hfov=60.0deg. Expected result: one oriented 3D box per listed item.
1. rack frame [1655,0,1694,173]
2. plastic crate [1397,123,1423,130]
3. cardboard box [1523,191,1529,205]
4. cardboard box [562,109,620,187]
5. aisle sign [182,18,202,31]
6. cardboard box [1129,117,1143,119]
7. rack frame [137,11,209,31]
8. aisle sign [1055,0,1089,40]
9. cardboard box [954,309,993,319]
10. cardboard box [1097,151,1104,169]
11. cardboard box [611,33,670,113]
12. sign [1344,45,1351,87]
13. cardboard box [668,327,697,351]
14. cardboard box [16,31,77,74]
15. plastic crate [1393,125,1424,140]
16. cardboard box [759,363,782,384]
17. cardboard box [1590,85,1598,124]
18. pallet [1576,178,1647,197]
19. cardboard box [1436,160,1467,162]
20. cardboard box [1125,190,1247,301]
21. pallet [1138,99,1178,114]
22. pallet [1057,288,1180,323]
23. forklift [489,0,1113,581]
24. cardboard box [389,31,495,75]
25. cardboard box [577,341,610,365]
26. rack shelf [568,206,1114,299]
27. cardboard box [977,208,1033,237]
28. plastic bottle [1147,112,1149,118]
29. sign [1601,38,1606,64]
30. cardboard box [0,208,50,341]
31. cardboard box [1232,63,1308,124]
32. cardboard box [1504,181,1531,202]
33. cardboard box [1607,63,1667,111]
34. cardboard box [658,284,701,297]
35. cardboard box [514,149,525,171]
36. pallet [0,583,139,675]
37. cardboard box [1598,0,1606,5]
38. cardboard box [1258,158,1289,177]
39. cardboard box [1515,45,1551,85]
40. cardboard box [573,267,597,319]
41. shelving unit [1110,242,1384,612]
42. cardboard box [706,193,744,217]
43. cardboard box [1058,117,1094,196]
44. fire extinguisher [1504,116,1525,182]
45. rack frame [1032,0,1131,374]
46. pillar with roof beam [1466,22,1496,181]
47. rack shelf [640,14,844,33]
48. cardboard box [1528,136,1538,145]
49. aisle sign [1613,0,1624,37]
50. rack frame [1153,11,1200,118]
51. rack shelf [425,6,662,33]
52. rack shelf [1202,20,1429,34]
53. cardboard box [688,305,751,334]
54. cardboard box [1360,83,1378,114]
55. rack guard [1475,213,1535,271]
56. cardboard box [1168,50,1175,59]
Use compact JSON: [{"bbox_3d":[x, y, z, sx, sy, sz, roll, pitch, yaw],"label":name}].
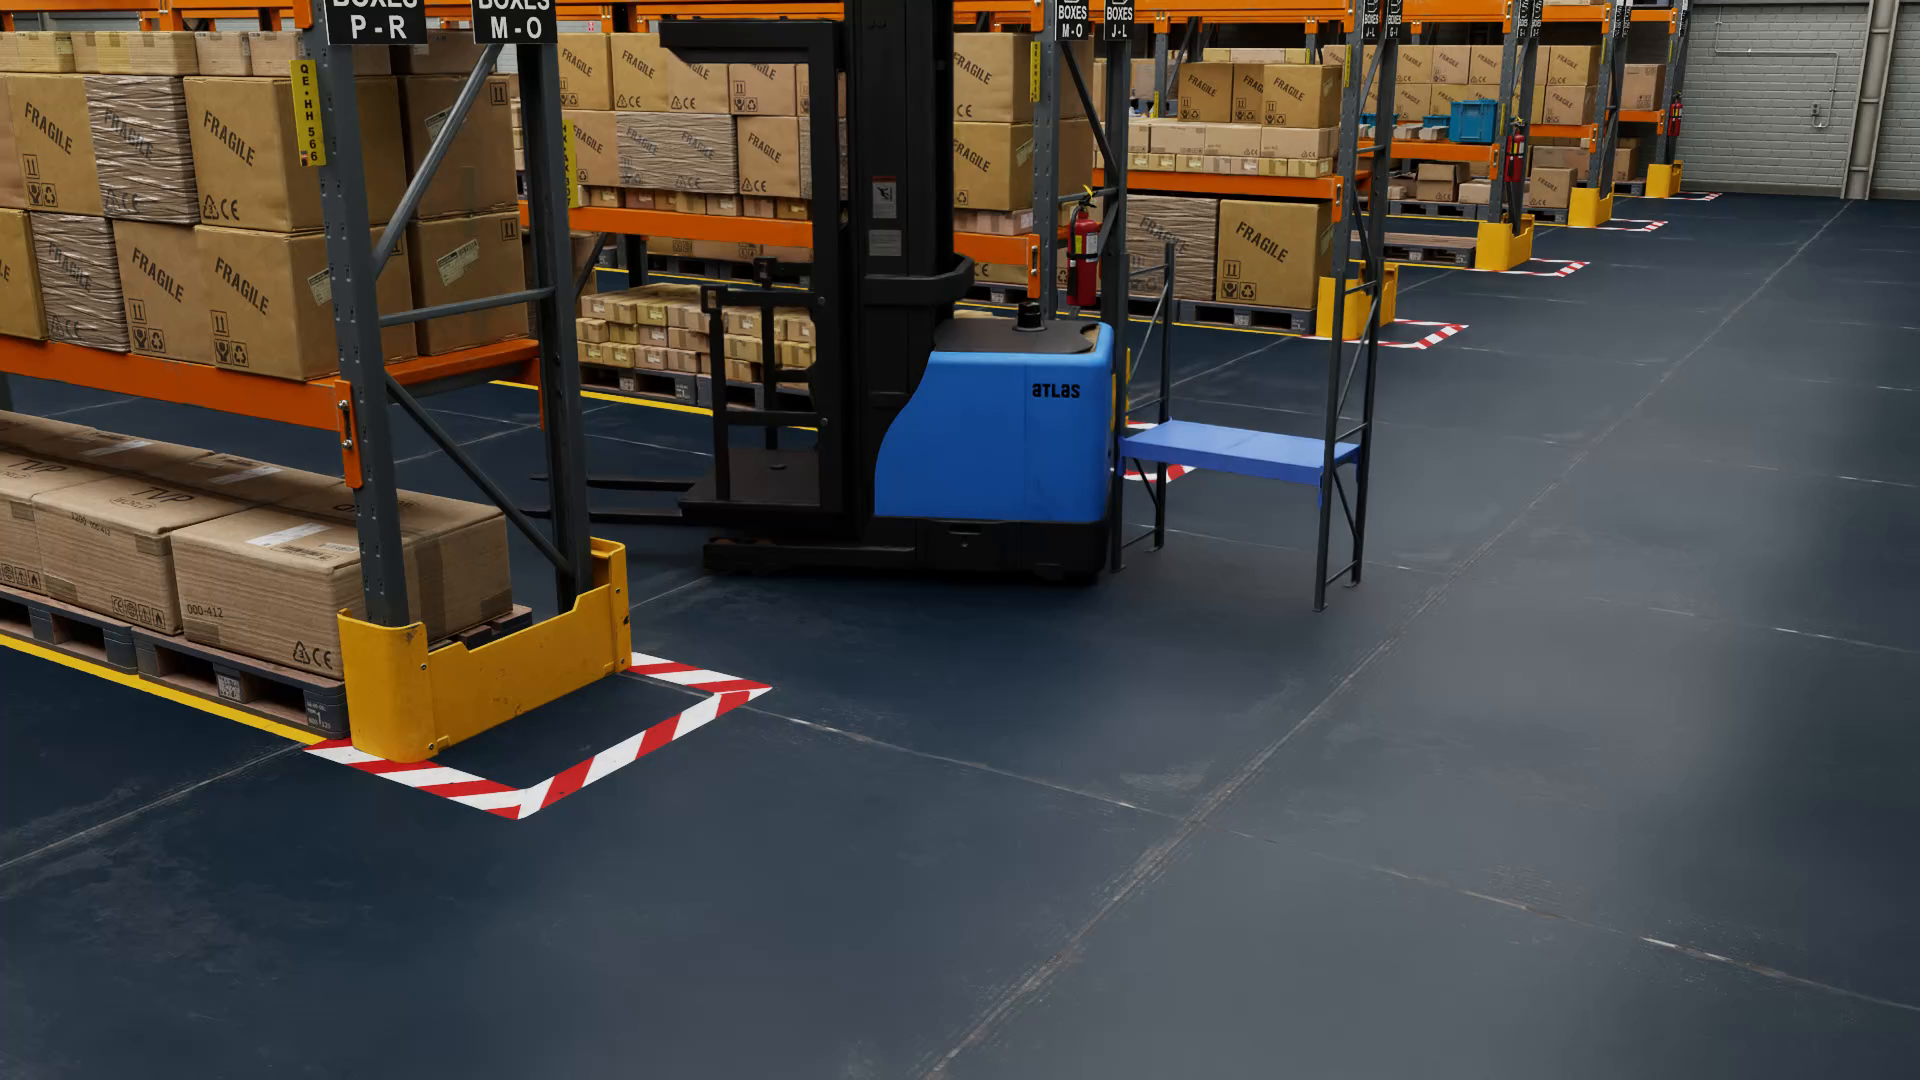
[{"bbox_3d":[11.190,-6.955,26.117,0.127,3.000,1.000,10,20,30],"label":"rack frame"},{"bbox_3d":[5.160,-4.696,19.029,0.298,0.136,0.250,10,20,30],"label":"plastic crate"},{"bbox_3d":[7.711,-4.688,22.772,0.250,0.166,0.380,10,20,30],"label":"cardboard box"},{"bbox_3d":[-2.387,-2.723,11.500,0.500,0.500,0.500,10,19,29],"label":"cardboard box"},{"bbox_3d":[-10.116,-7.036,21.911,0.004,0.787,0.394,10,20,30],"label":"aisle sign"},{"bbox_3d":[1.396,-3.796,15.463,0.500,0.250,0.500,11,20,31],"label":"cardboard box"},{"bbox_3d":[-10.220,-5.709,22.013,0.127,3.000,1.000,10,20,30],"label":"rack frame"},{"bbox_3d":[0.637,-3.220,9.349,0.004,0.787,0.394,10,20,30],"label":"aisle sign"},{"bbox_3d":[0.018,-1.429,11.085,0.250,0.149,0.380,10,20,30],"label":"cardboard box"},{"bbox_3d":[1.412,-3.399,14.842,0.250,0.149,0.380,9,19,28],"label":"cardboard box"},{"bbox_3d":[-1.970,-3.135,11.136,0.500,0.500,0.500,9,19,28],"label":"cardboard box"},{"bbox_3d":[3.118,-3.810,13.363,0.005,0.325,0.100,10,20,30],"label":"sign"},{"bbox_3d":[-1.818,-1.429,11.595,0.250,0.149,0.380,9,19,27],"label":"cardboard box"},{"bbox_3d":[-3.299,-1.843,6.278,0.250,0.149,0.380,11,20,31],"label":"cardboard box"},{"bbox_3d":[4.977,-4.531,18.487,0.243,0.136,0.396,10,20,30],"label":"plastic crate"},{"bbox_3d":[-1.144,-1.164,11.234,0.250,0.149,0.380,11,20,32],"label":"cardboard box"},{"bbox_3d":[8.361,-5.908,22.499,0.500,0.500,0.500,11,20,31],"label":"cardboard box"},{"bbox_3d":[10.468,-5.723,26.859,1.213,0.211,1.003,10,20,30],"label":"pallet"},{"bbox_3d":[8.366,-6.429,27.964,0.500,0.500,0.700,10,20,31],"label":"cardboard box"},{"bbox_3d":[2.051,-2.675,14.960,0.875,0.875,0.875,10,20,30],"label":"cardboard box"},{"bbox_3d":[3.444,-6.558,25.140,1.213,0.211,1.003,10,20,30],"label":"pallet"},{"bbox_3d":[1.656,-2.229,15.355,1.213,0.211,1.003,10,20,30],"label":"pallet"},{"bbox_3d":[-0.782,-1.381,7.886,3.031,2.935,1.130,2,17,7],"label":"forklift"},{"bbox_3d":[-1.930,-1.780,6.071,0.250,0.149,0.380,11,20,31],"label":"cardboard box"},{"bbox_3d":[-2.535,-1.372,11.920,0.250,0.149,0.380,9,19,28],"label":"cardboard box"},{"bbox_3d":[-0.973,-2.022,11.114,4.000,0.370,1.077,10,20,30],"label":"rack shelf"},{"bbox_3d":[0.306,-1.921,9.977,0.250,0.149,0.380,10,20,30],"label":"cardboard box"},{"bbox_3d":[2.394,-5.236,20.658,0.133,0.283,0.061,10,20,30],"label":"plastic bottle"},{"bbox_3d":[8.294,-6.299,21.420,0.005,0.325,0.100,10,20,30],"label":"sign"},{"bbox_3d":[-3.632,-1.107,6.694,0.500,0.500,0.500,11,20,32],"label":"cardboard box"},{"bbox_3d":[2.720,-3.920,14.582,0.500,0.500,0.500,10,19,29],"label":"cardboard box"},{"bbox_3d":[7.860,-4.852,23.166,0.500,0.250,0.500,10,20,30],"label":"cardboard box"},{"bbox_3d":[10.751,-7.174,26.321,0.700,0.700,0.980,11,20,33],"label":"cardboard box"},{"bbox_3d":[-1.999,-1.773,12.216,0.250,0.149,0.380,10,20,31],"label":"cardboard box"},{"bbox_3d":[-3.119,-2.762,12.024,0.250,0.149,0.380,10,19,29],"label":"cardboard box"},{"bbox_3d":[-3.530,0.226,7.275,1.213,0.211,1.003,10,20,30],"label":"pallet"},{"bbox_3d":[8.296,-7.232,22.127,0.500,0.250,0.500,10,20,30],"label":"cardboard box"},{"bbox_3d":[2.715,-3.166,14.076,0.250,0.149,0.380,10,20,31],"label":"cardboard box"},{"bbox_3d":[7.647,-6.330,22.168,0.500,0.500,0.500,11,20,32],"label":"cardboard box"},{"bbox_3d":[-3.168,-1.853,12.899,0.500,0.500,0.500,11,20,32],"label":"cardboard box"},{"bbox_3d":[1.288,-0.543,7.590,1.048,1.500,0.538,11,20,32],"label":"shelving unit"},{"bbox_3d":[-1.459,-2.238,11.019,0.250,0.149,0.380,11,20,32],"label":"cardboard box"},{"bbox_3d":[0.494,-2.389,10.400,0.500,0.500,0.500,11,20,33],"label":"cardboard box"},{"bbox_3d":[5.896,-4.151,17.659,0.183,0.674,0.296,10,20,30],"label":"fire extinguisher"},{"bbox_3d":[0.732,-2.062,10.008,0.127,3.000,1.000,10,20,30],"label":"rack frame"},{"bbox_3d":[6.578,-9.476,24.093,0.400,9.000,9.100,10,20,30],"label":"pillar with roof beam"},{"bbox_3d":[-2.516,-7.114,22.716,4.000,0.370,1.077,10,20,30],"label":"rack shelf"},{"bbox_3d":[9.456,-6.614,27.455,0.250,0.149,0.380,10,19,29],"label":"cardboard box"},{"bbox_3d":[8.499,-6.885,21.415,0.004,0.787,0.394,10,20,30],"label":"aisle sign"},{"bbox_3d":[2.597,-5.110,20.043,0.127,3.000,1.000,10,20,30],"label":"rack frame"},{"bbox_3d":[-5.108,-5.887,18.677,4.000,0.370,1.077,10,20,30],"label":"rack shelf"},{"bbox_3d":[6.078,-8.959,28.790,4.000,0.370,1.077,10,20,30],"label":"rack shelf"},{"bbox_3d":[-1.638,-1.512,11.358,0.250,0.149,0.380,11,20,31],"label":"cardboard box"},{"bbox_3d":[5.922,-6.162,23.334,0.500,0.500,0.500,11,20,31],"label":"cardboard box"},{"bbox_3d":[6.033,-3.305,18.402,0.348,0.500,1.175,10,20,30],"label":"rack guard"},{"bbox_3d":[3.782,-8.831,30.248,0.250,0.149,0.380,7,18,21],"label":"cardboard box"}]
